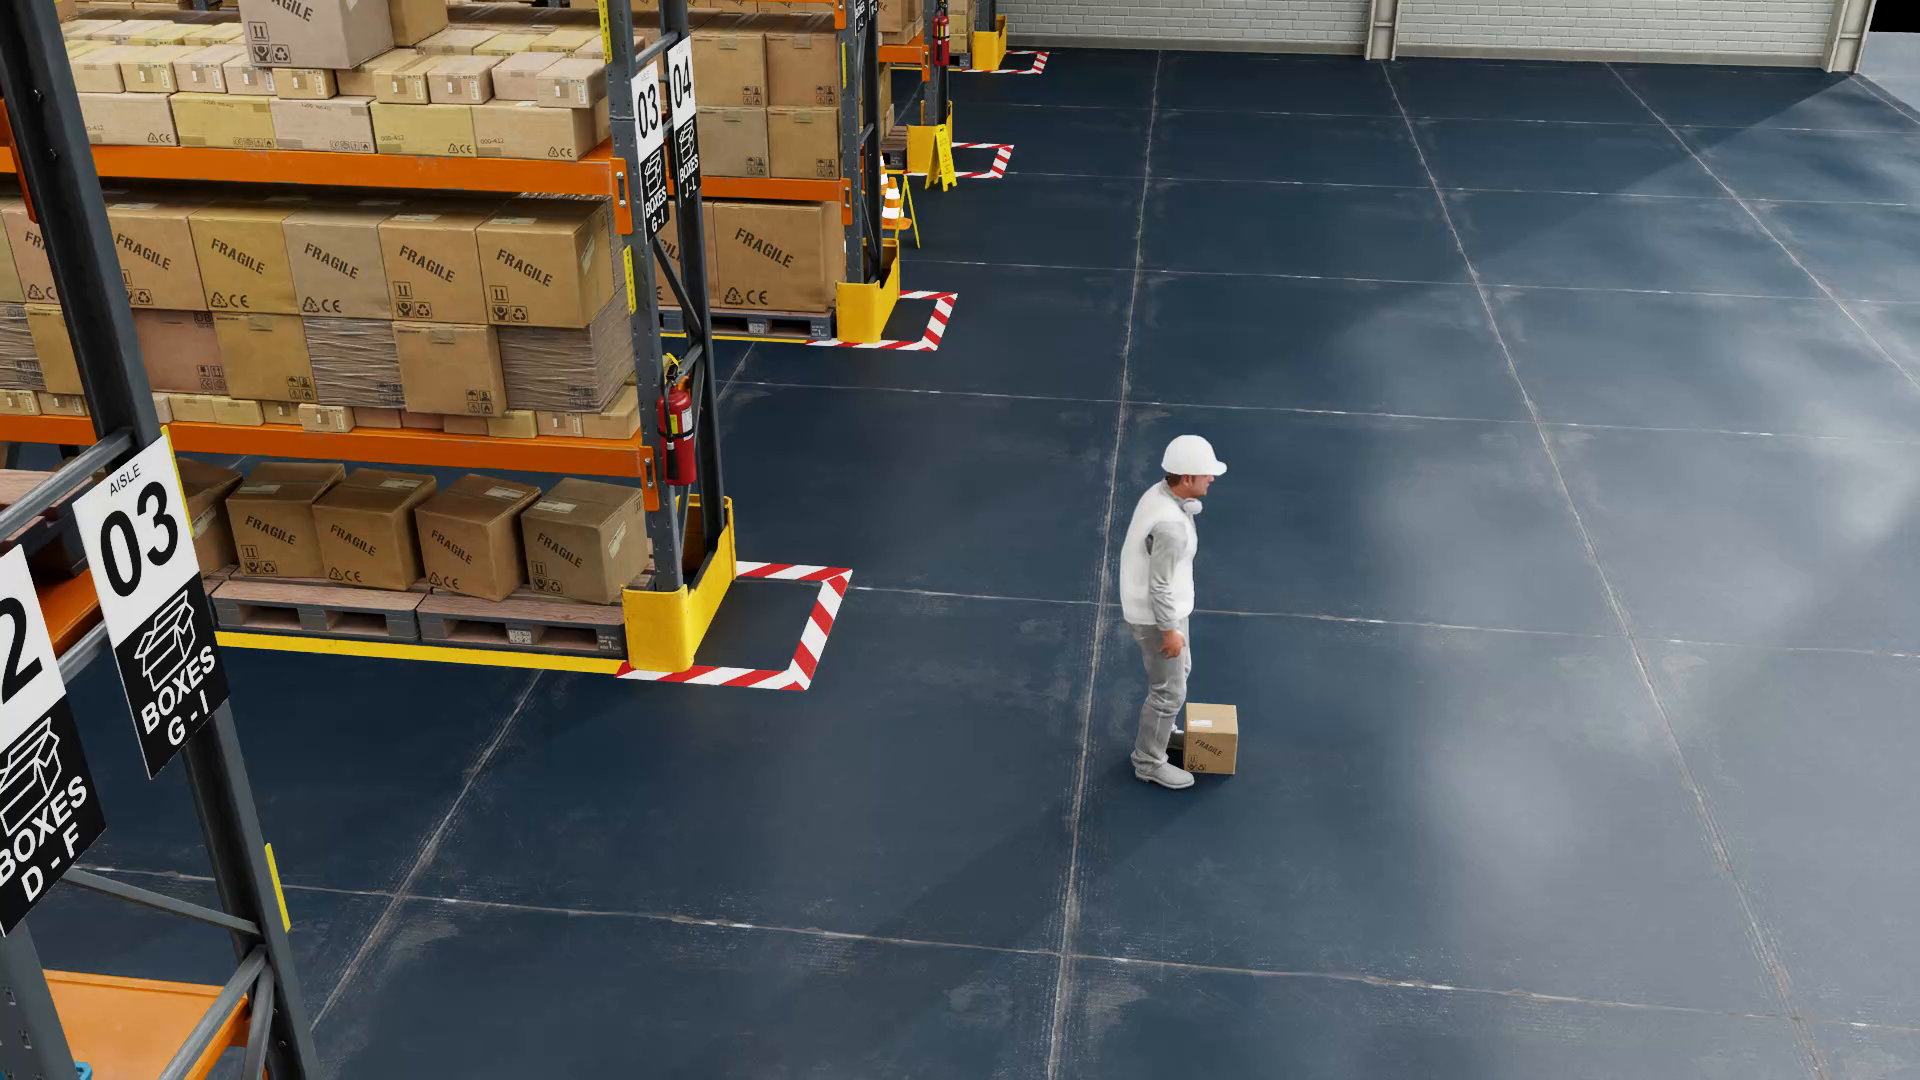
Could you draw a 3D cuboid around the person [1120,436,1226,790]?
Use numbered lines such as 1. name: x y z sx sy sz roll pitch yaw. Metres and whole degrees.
1. person: 0.995 0.317 8.003 0.463 1.771 0.581 4 28 7
